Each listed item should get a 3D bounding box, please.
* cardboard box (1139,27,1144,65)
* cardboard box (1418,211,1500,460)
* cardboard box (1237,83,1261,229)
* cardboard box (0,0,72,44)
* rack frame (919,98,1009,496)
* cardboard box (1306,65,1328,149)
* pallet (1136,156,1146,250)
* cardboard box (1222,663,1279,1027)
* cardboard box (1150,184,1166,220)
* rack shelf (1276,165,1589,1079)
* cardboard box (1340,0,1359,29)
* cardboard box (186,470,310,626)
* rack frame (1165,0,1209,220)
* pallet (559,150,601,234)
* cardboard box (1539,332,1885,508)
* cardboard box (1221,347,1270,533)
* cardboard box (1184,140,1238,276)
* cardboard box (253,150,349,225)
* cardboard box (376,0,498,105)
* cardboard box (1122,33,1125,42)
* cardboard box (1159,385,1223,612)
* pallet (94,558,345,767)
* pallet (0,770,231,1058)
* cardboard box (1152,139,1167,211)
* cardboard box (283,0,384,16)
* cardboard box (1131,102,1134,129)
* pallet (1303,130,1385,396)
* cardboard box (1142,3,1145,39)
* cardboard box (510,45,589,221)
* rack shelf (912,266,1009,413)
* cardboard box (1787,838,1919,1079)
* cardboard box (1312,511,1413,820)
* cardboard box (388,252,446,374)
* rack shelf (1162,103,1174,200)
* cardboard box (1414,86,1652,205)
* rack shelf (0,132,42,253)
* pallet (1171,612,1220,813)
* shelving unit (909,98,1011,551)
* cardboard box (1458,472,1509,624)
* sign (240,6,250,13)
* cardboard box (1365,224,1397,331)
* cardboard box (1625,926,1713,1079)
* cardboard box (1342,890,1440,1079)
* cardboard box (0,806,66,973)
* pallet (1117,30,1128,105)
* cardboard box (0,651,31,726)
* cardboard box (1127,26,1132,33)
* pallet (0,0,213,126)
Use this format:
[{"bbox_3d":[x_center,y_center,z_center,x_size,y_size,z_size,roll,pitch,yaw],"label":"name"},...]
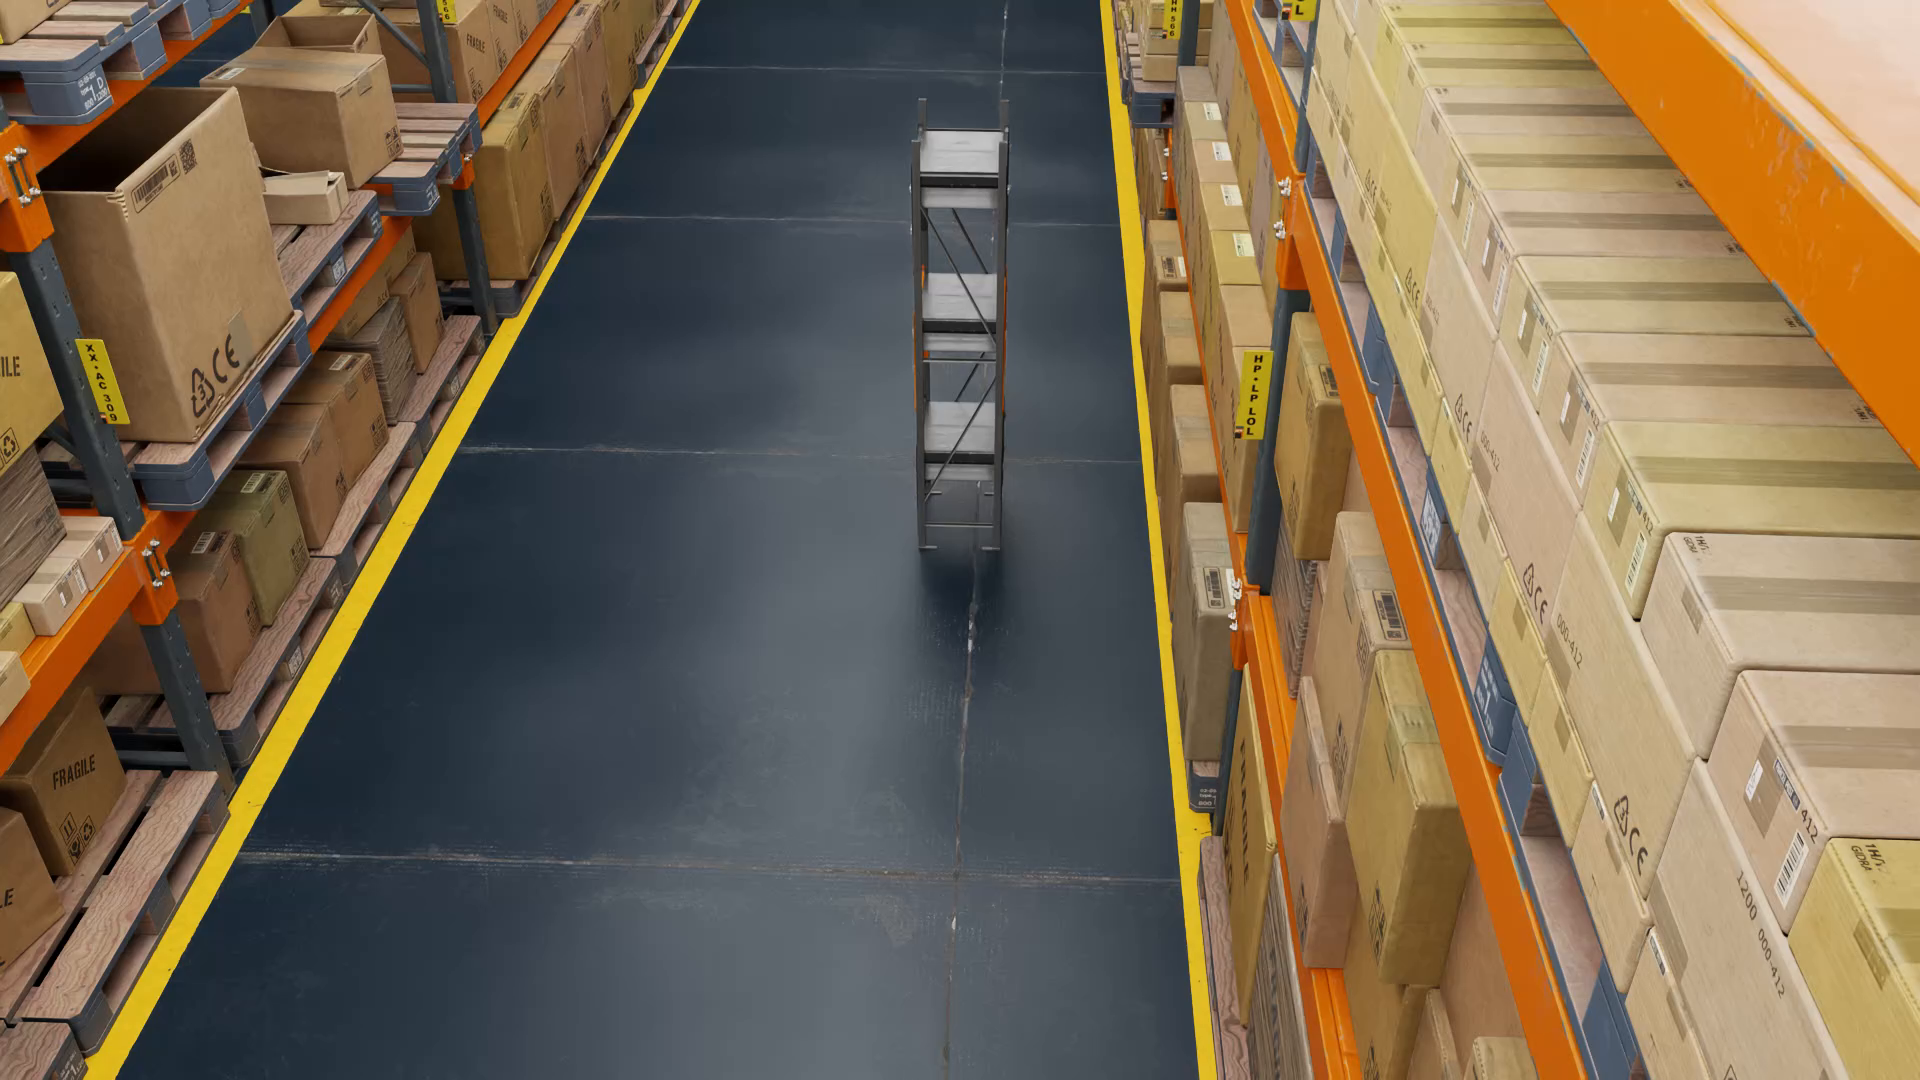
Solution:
[{"bbox_3d":[1.226,-2.821,9.509,0.380,0.149,0.250,1,35,2],"label":"cardboard box"},{"bbox_3d":[1.136,-0.373,2.982,0.500,0.250,0.500,2,35,2],"label":"cardboard box"},{"bbox_3d":[1.569,-1.629,7.002,0.700,0.500,0.500,1,35,1],"label":"cardboard box"},{"bbox_3d":[-3.341,-1.899,5.280,0.797,0.503,0.637,0,35,0],"label":"cardboard box"},{"bbox_3d":[0.016,-1.094,7.981,0.400,2.100,0.015,1,35,2],"label":"rack frame"},{"bbox_3d":[1.139,-1.153,4.440,0.380,0.149,0.250,1,35,1],"label":"cardboard box"},{"bbox_3d":[1.739,-2.323,11.371,1.003,0.211,1.213,1,35,2],"label":"pallet"},{"bbox_3d":[1.398,1.040,5.644,0.875,0.875,0.875,2,35,3],"label":"cardboard box"},{"bbox_3d":[1.419,-1.849,10.080,0.500,0.500,0.500,1,35,2],"label":"cardboard box"},{"bbox_3d":[1.413,0.199,3.375,1.077,0.370,4.000,1,35,2],"label":"rack shelf"},{"bbox_3d":[1.130,-1.333,4.002,0.380,0.149,0.250,1,35,1],"label":"cardboard box"},{"bbox_3d":[-3.374,0.027,7.394,0.700,0.500,0.500,1,35,2],"label":"cardboard box"},{"bbox_3d":[1.654,-2.315,8.936,1.000,3.000,0.127,1,35,2],"label":"rack frame"},{"bbox_3d":[-3.139,-2.498,11.620,1.003,0.211,1.213,1,35,2],"label":"pallet"},{"bbox_3d":[1.049,-0.167,2.343,0.380,0.149,0.250,1,35,2],"label":"cardboard box"},{"bbox_3d":[1.247,-0.364,6.073,0.500,0.500,0.500,1,35,2],"label":"cardboard box"},{"bbox_3d":[1.328,-1.523,7.721,0.500,0.500,0.500,1,35,2],"label":"cardboard box"},{"bbox_3d":[-3.095,-1.641,7.727,0.396,0.266,0.258,0,35,1],"label":"cardboard box"},{"bbox_3d":[-3.006,-2.802,9.541,0.500,0.500,0.500,2,35,3],"label":"cardboard box"},{"bbox_3d":[1.530,-4.153,13.664,0.380,0.149,0.250,0,35,0],"label":"cardboard box"},{"bbox_3d":[1.471,-0.182,7.491,1.050,0.750,0.750,1,35,2],"label":"cardboard box"},{"bbox_3d":[-3.429,0.504,7.350,1.003,0.211,1.213,1,35,2],"label":"pallet"},{"bbox_3d":[-3.450,1.338,6.163,1.003,0.211,1.213,1,35,2],"label":"pallet"},{"bbox_3d":[1.420,-2.170,9.886,0.500,0.250,0.500,1,35,1],"label":"cardboard box"},{"bbox_3d":[-3.526,-2.818,9.564,0.500,0.500,0.500,2,35,3],"label":"cardboard box"},{"bbox_3d":[1.520,-3.344,12.209,0.500,0.500,0.500,3,35,4],"label":"cardboard box"},{"bbox_3d":[1.450,-0.738,4.160,1.003,0.211,1.213,1,35,2],"label":"pallet"},{"bbox_3d":[1.228,-2.954,9.439,0.380,0.149,0.250,3,35,4],"label":"cardboard box"},{"bbox_3d":[-3.206,-2.699,10.964,1.225,0.875,0.875,1,35,2],"label":"cardboard box"},{"bbox_3d":[0.007,-0.943,7.789,0.431,0.518,0.480,1,35,2],"label":"rack shelf"},{"bbox_3d":[1.007,0.416,1.513,0.380,0.149,0.250,2,35,2],"label":"cardboard box"},{"bbox_3d":[1.379,0.316,4.121,0.875,0.550,0.550,1,35,2],"label":"cardboard box"},{"bbox_3d":[-3.305,-1.260,9.225,0.700,0.500,0.500,0,35,-1],"label":"cardboard box"},{"bbox_3d":[1.734,-3.170,10.778,1.077,0.370,4.000,1,35,2],"label":"rack shelf"},{"bbox_3d":[1.089,-0.748,3.170,0.380,0.149,0.250,1,35,2],"label":"cardboard box"},{"bbox_3d":[-3.539,0.026,3.621,1.077,0.370,4.000,1,35,2],"label":"rack shelf"},{"bbox_3d":[1.449,0.679,7.101,1.003,0.211,1.213,1,35,2],"label":"pallet"},{"bbox_3d":[0.007,-0.954,7.782,0.431,2.100,0.503,1,35,2],"label":"shelving unit"},{"bbox_3d":[1.059,0.015,2.778,0.380,0.149,0.250,2,35,2],"label":"cardboard box"},{"bbox_3d":[-3.852,-2.973,8.864,0.100,0.325,0.005,1,35,2],"label":"sign"},{"bbox_3d":[1.100,-0.569,3.608,0.380,0.149,0.250,1,35,1],"label":"cardboard box"},{"bbox_3d":[1.018,0.600,1.945,0.380,0.149,0.250,2,35,2],"label":"cardboard box"},{"bbox_3d":[1.431,1.064,3.996,0.875,0.550,0.500,1,35,2],"label":"cardboard box"},{"bbox_3d":[-3.530,1.219,5.715,0.500,0.500,0.500,12,37,17],"label":"cardboard box"},{"bbox_3d":[1.806,-3.859,13.558,1.003,0.211,1.213,1,35,2],"label":"pallet"},{"bbox_3d":[-3.162,0.475,5.184,0.380,0.149,0.250,1,35,2],"label":"cardboard box"},{"bbox_3d":[1.510,-3.929,13.087,0.380,0.149,0.250,2,35,3],"label":"cardboard box"},{"bbox_3d":[-3.327,-1.693,5.604,1.213,0.211,1.003,1,35,2],"label":"pallet"}]
